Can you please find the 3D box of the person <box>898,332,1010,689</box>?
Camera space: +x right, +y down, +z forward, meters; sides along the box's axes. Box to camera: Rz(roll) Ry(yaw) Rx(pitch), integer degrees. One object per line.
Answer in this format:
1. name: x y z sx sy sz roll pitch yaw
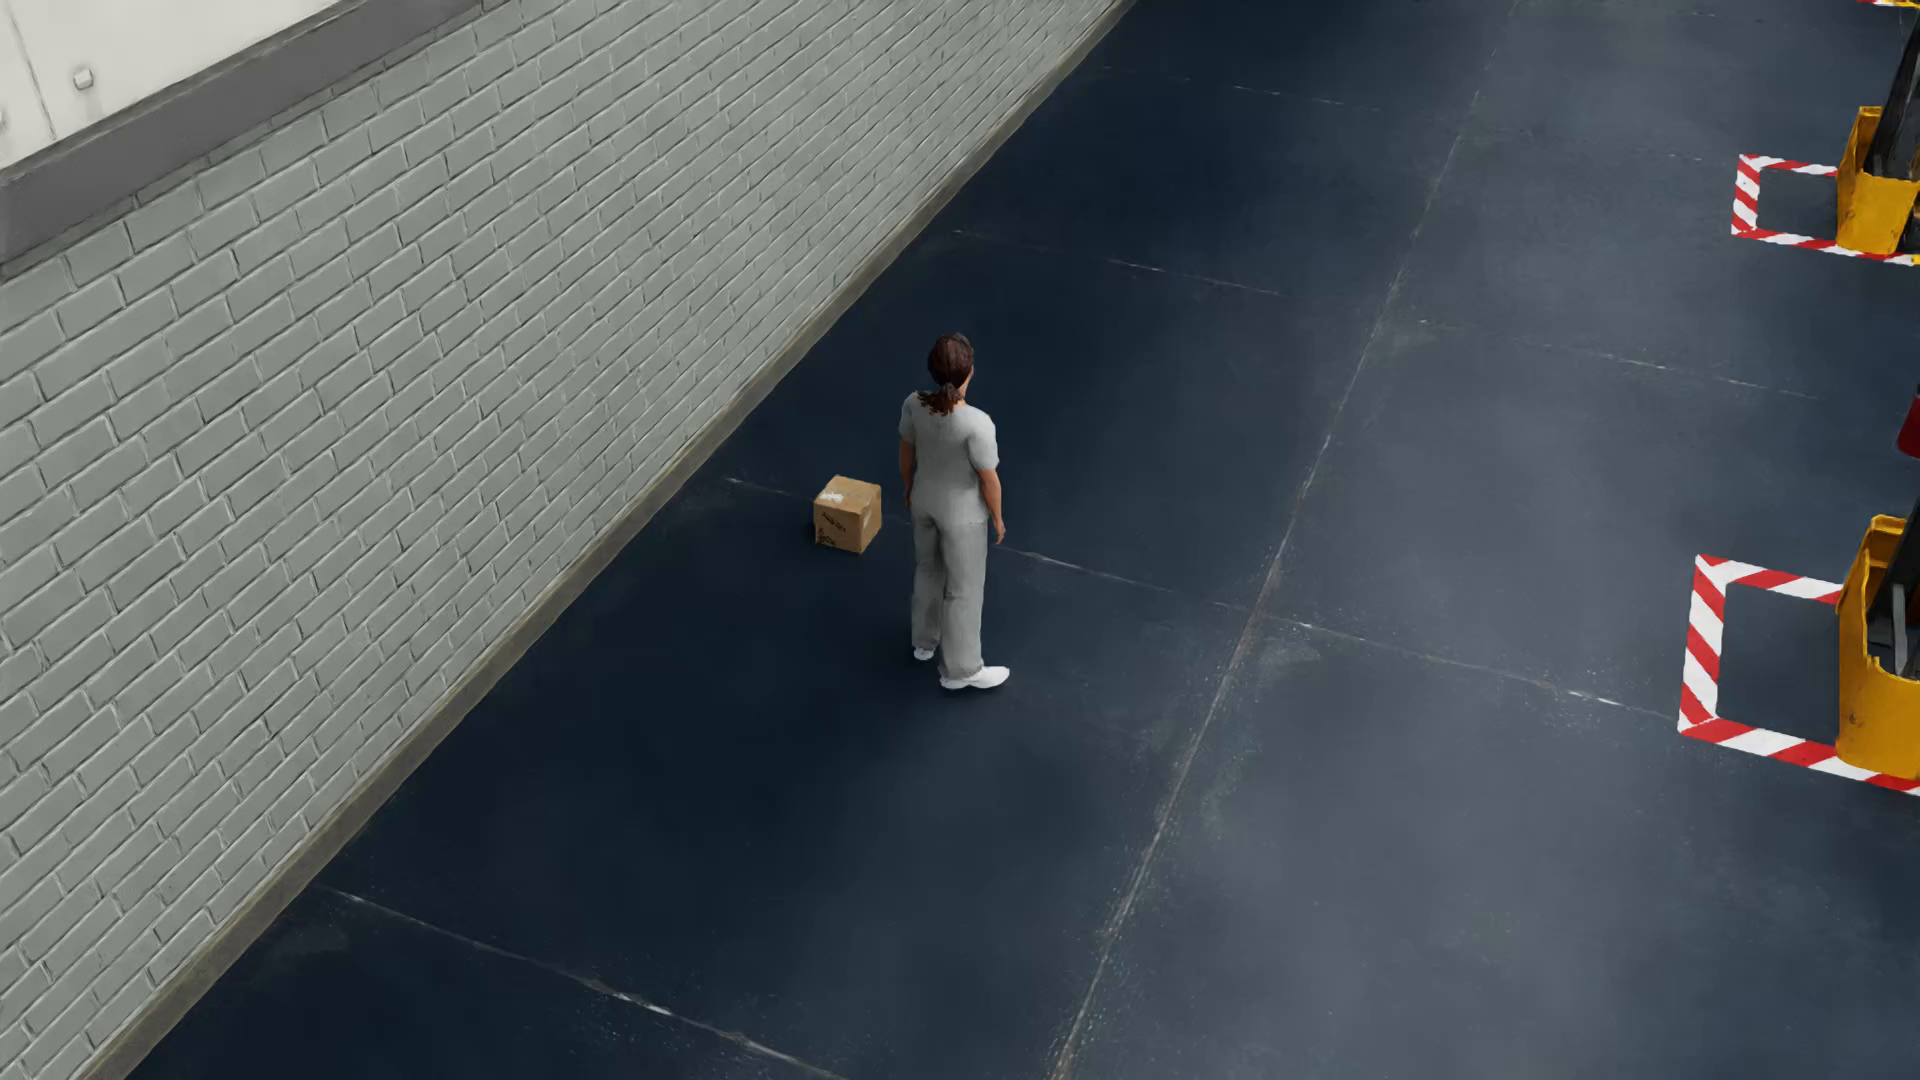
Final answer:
1. person: -0.024 -0.121 6.944 0.540 1.679 0.366 28 45 31
